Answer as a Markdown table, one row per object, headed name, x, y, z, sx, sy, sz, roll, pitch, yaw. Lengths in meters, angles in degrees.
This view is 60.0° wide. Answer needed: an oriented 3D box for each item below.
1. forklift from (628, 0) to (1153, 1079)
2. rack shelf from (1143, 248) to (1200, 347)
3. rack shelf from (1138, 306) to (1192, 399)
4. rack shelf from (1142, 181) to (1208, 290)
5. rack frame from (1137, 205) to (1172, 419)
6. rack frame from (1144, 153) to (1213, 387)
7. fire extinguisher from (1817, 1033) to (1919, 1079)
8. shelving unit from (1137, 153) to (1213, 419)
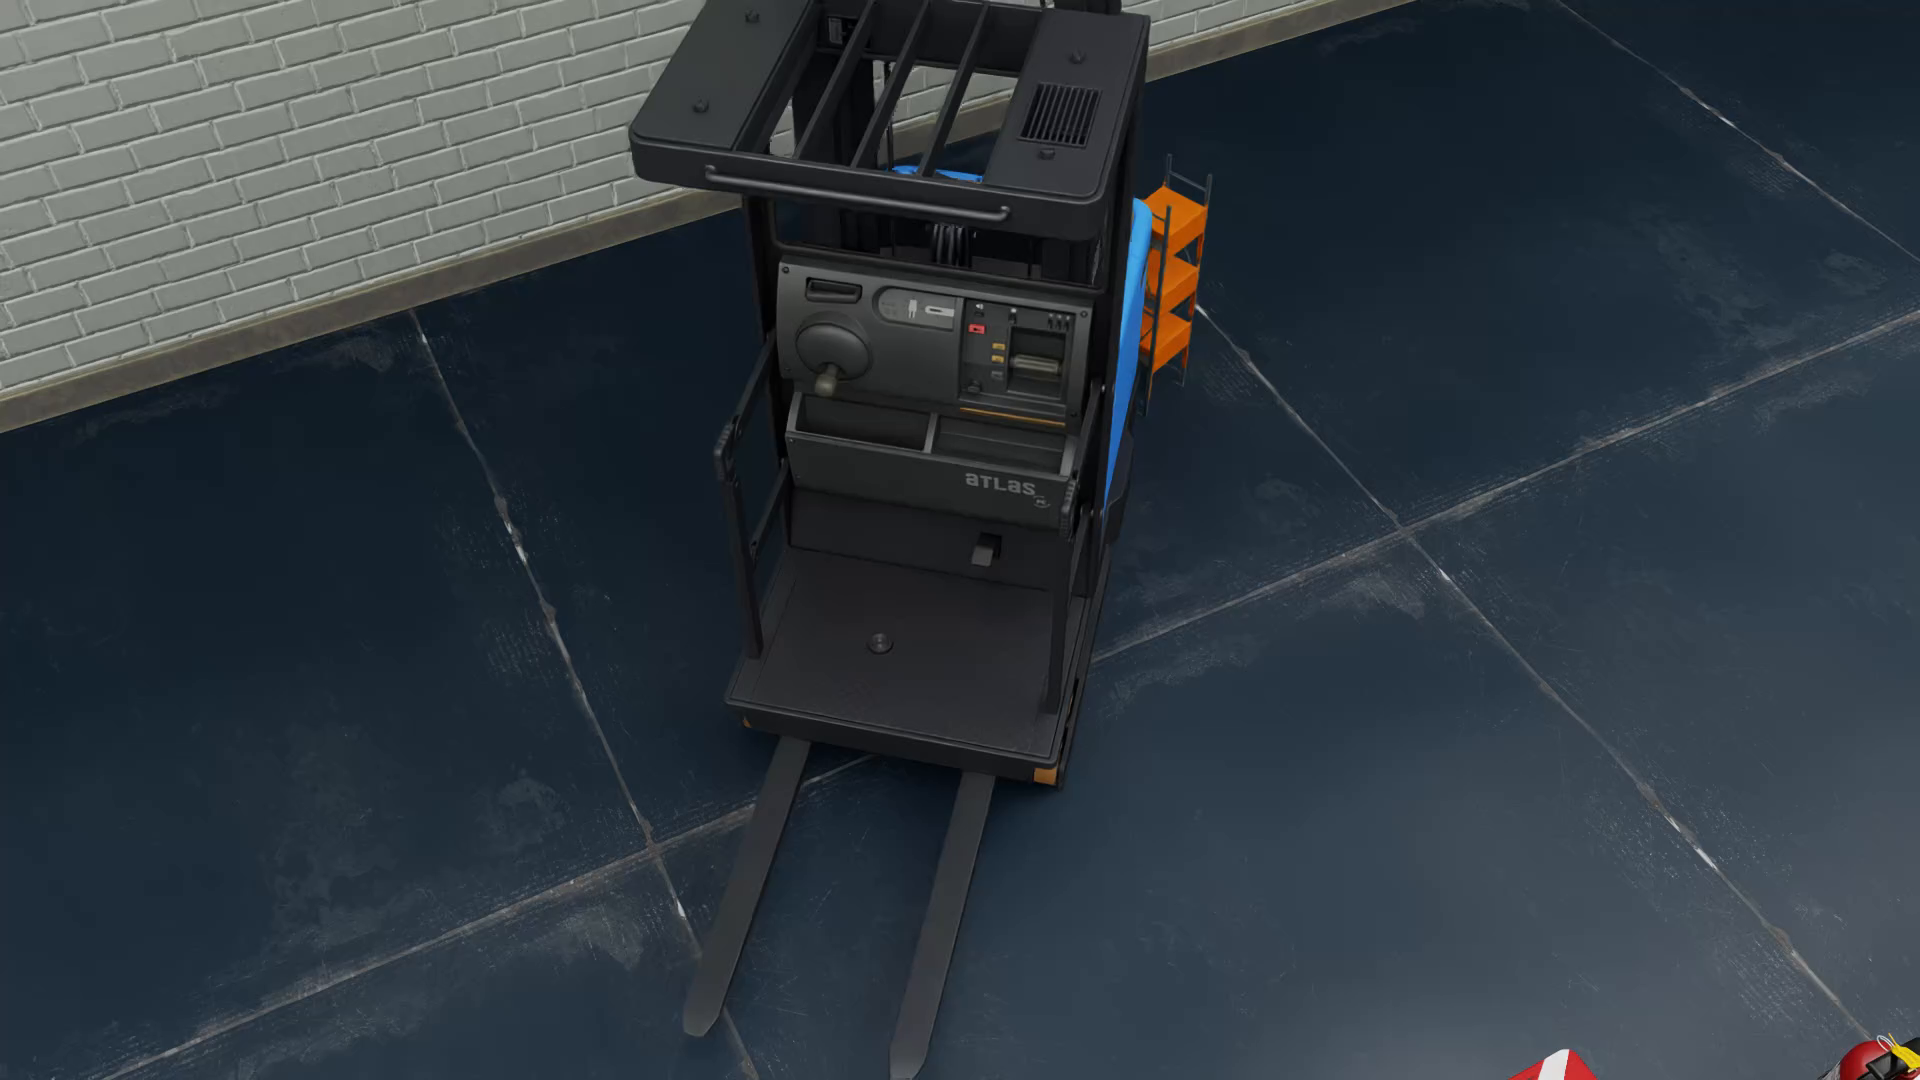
| name | x | y | z | sx | sy | sz | roll | pitch | yaw |
| --- | --- | --- | --- | --- | --- | --- | --- | --- | --- |
| forklift | -0.128 | -0.471 | 4.715 | 1.130 | 2.935 | 3.031 | 10 | 50 | 8 |
| rack shelf | 0.755 | -0.945 | 6.393 | 0.215 | 0.259 | 0.240 | 34 | 57 | 26 |
| rack shelf | 0.755 | -0.762 | 6.603 | 0.215 | 0.259 | 0.240 | 34 | 57 | 26 |
| rack shelf | 0.755 | -1.132 | 6.180 | 0.215 | 0.259 | 0.240 | 34 | 57 | 26 |
| rack frame | 0.674 | -0.884 | 6.325 | 0.200 | 1.050 | 0.008 | 34 | 57 | 26 |
| rack frame | 0.836 | -1.021 | 6.445 | 0.200 | 1.050 | 0.008 | 34 | 57 | 26 |
| fire extinguisher | 1.917 | 1.187 | 3.518 | 0.296 | 0.674 | 0.183 | -21 | 52 | -18 |
| shelving unit | 0.755 | -0.952 | 6.385 | 0.215 | 1.050 | 0.252 | 34 | 57 | 26 |
